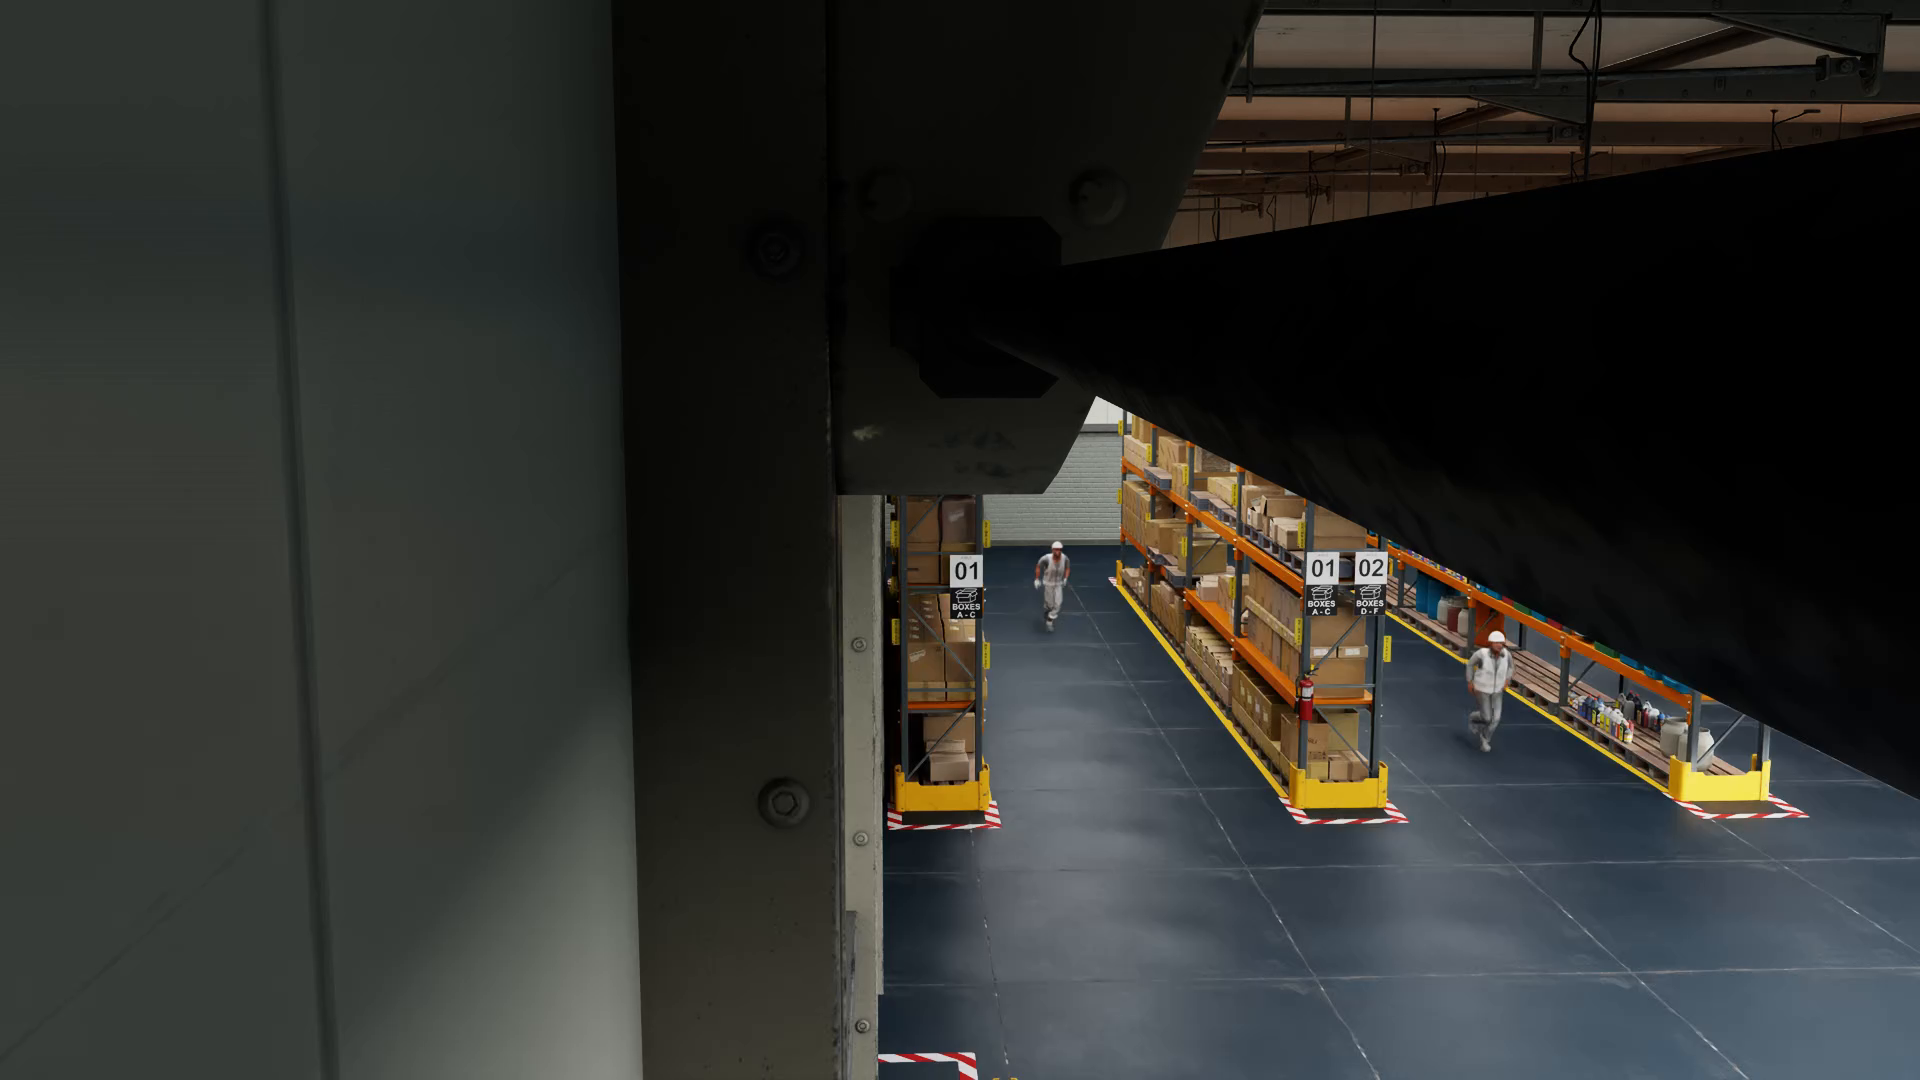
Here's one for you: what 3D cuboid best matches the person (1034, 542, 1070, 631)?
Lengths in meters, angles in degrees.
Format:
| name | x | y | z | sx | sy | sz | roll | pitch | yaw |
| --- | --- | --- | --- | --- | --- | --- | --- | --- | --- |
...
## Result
| name | x | y | z | sx | sy | sz | roll | pitch | yaw |
| --- | --- | --- | --- | --- | --- | --- | --- | --- | --- |
| person | 1.752 | 0.854 | 31.478 | 0.659 | 1.715 | 0.706 | -3 | 9 | -19 |

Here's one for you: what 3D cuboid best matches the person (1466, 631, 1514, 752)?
| name | x | y | z | sx | sy | sz | roll | pitch | yaw |
| --- | --- | --- | --- | --- | --- | --- | --- | --- | --- |
| person | 7.397 | 2.080 | 23.258 | 0.638 | 1.713 | 0.726 | -2 | 9 | -11 |
